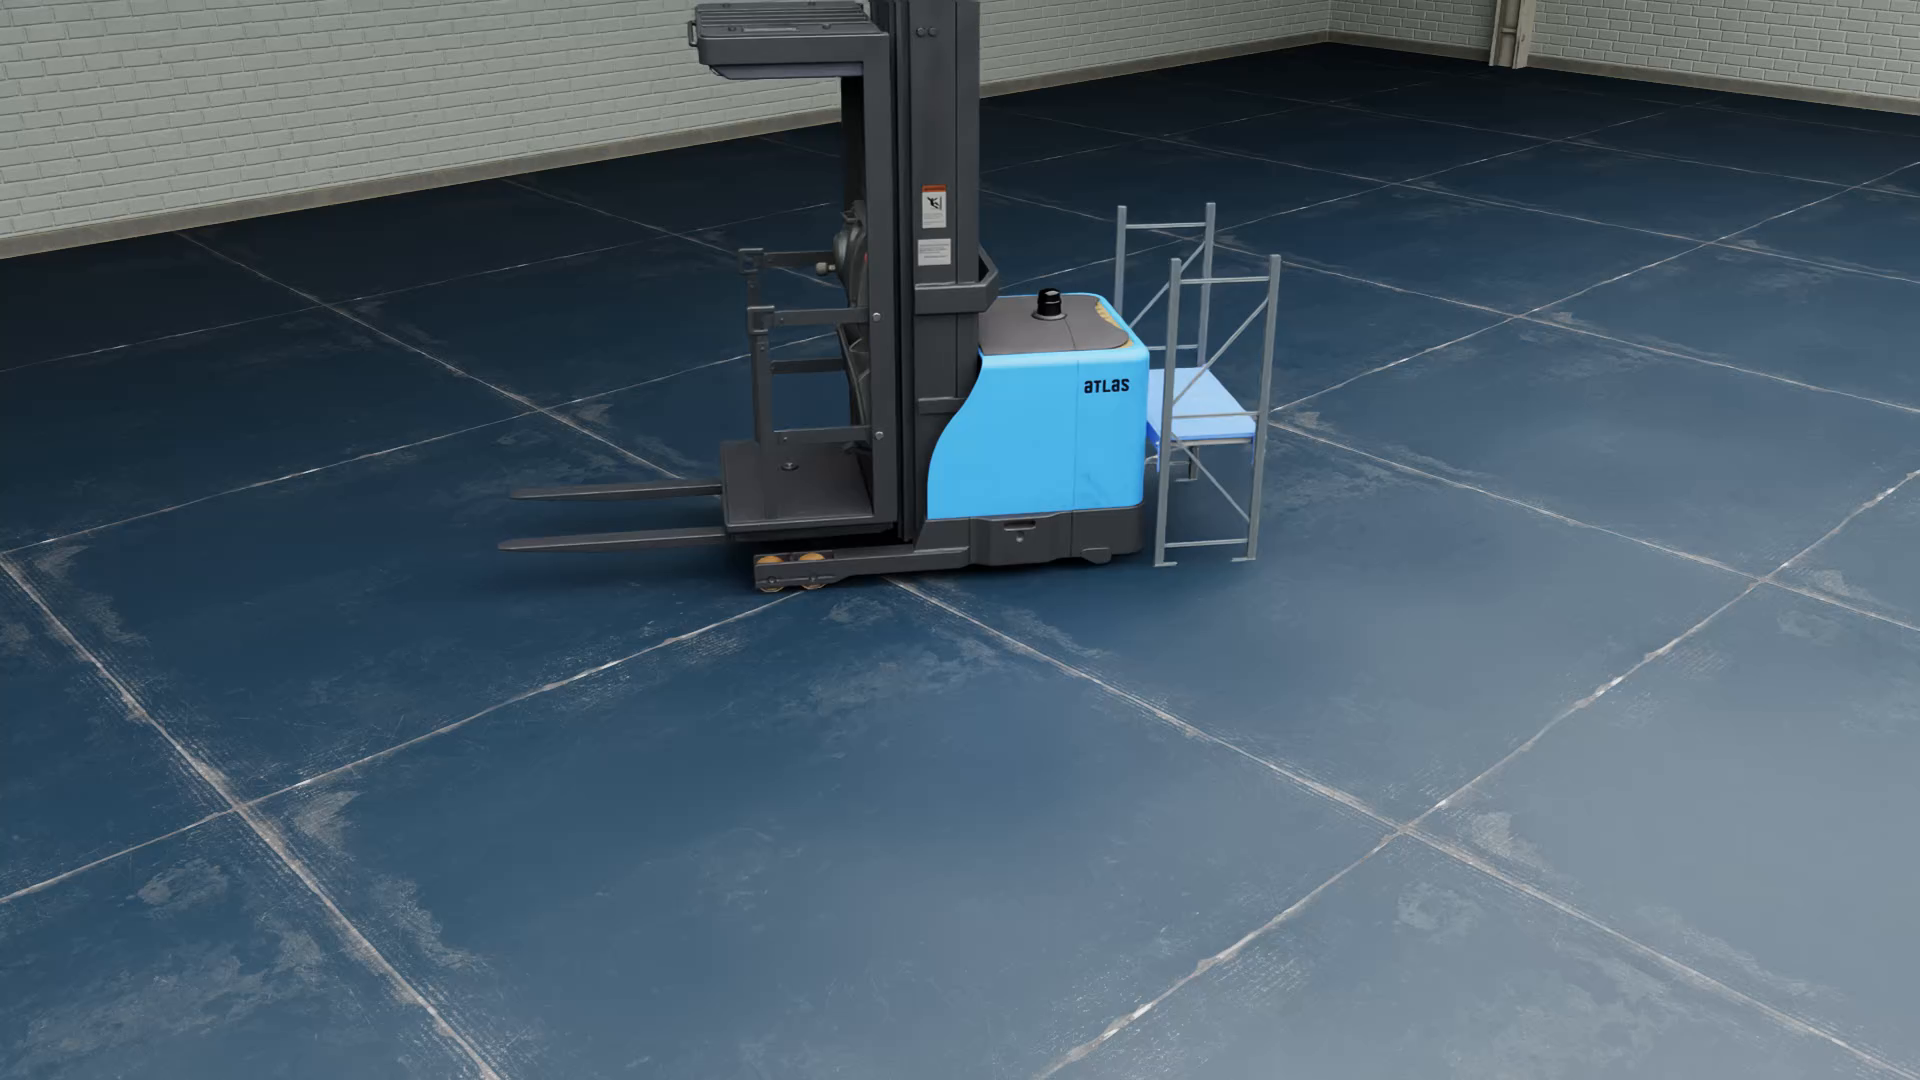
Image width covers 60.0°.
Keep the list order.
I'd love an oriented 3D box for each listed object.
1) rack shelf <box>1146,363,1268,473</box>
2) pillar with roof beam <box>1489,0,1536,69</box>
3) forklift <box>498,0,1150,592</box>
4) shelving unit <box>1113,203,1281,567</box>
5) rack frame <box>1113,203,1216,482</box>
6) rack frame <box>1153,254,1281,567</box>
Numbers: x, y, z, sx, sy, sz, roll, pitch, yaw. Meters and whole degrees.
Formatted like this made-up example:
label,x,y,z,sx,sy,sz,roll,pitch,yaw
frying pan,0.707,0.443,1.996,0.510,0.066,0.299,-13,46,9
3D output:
label,x,y,z,sx,sy,sz,roll,pitch,yaw
rack shelf,1.104,-0.619,8.231,0.538,0.185,1.000,-3,25,-8
pillar with roof beam,4.110,-9.149,17.464,9.100,9.000,0.400,-21,32,-38
forklift,-0.678,-1.326,7.625,3.031,2.935,1.130,-4,25,-8
shelving unit,1.104,-0.782,8.156,0.538,1.500,1.048,-3,25,-8
rack frame,1.029,-0.991,8.614,0.500,1.500,0.032,-3,25,-8
rack frame,1.179,-0.574,7.699,0.500,1.500,0.032,-3,25,-8
